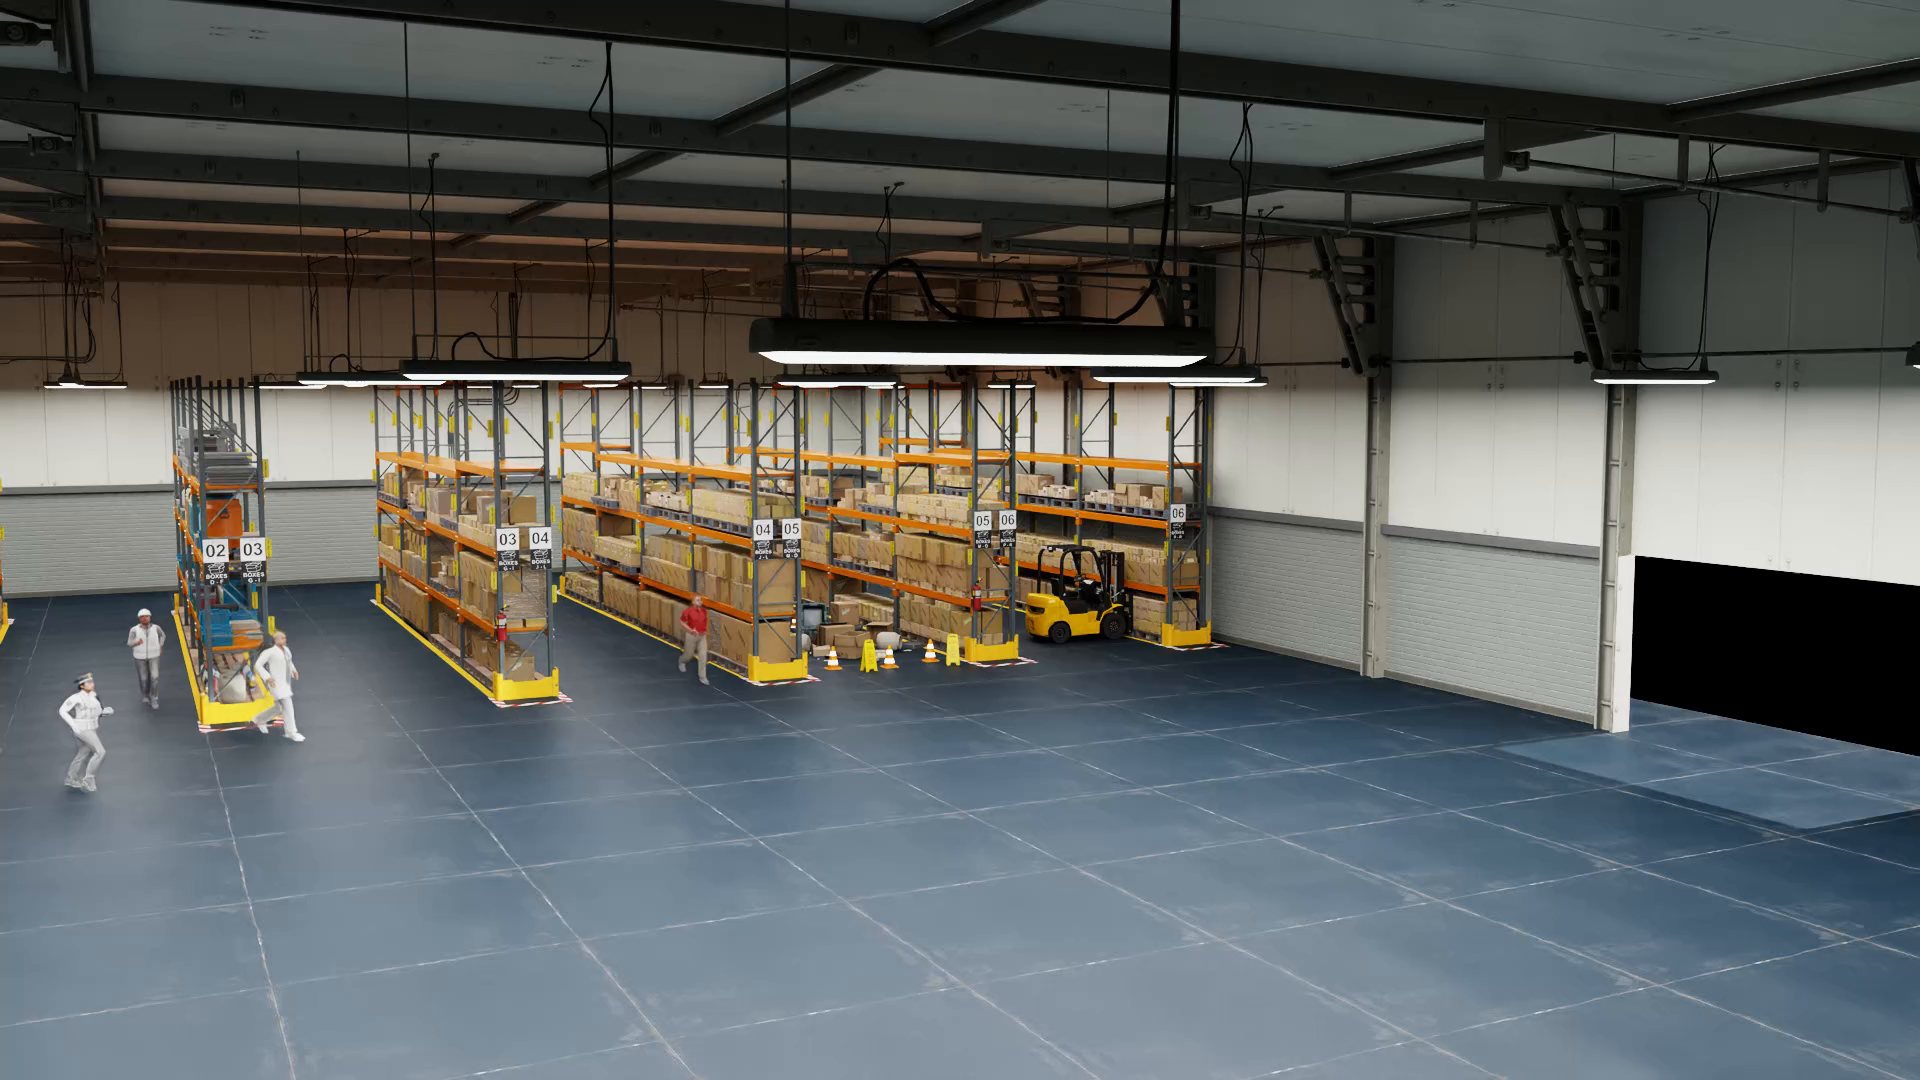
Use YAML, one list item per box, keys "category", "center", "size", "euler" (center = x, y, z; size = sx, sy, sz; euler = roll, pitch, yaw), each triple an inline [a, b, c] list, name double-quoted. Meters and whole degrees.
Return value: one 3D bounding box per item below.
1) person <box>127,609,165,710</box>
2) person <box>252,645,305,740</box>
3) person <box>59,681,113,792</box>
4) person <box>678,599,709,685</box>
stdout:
- category: "person"
  center: [-14.756, 2.158, 30.188]
  size: [0.639, 1.828, 0.734]
  euler: [-3, 6, -27]
- category: "person"
  center: [-11.284, 2.510, 27.502]
  size: [0.988, 1.588, 0.730]
  euler: [1, 5, 7]
- category: "person"
  center: [-12.554, 2.794, 23.942]
  size: [0.697, 1.690, 0.579]
  euler: [0, 5, -2]
- category: "person"
  center: [-5.232, 1.995, 32.927]
  size: [0.619, 1.664, 1.048]
  euler: [-3, 6, -32]
